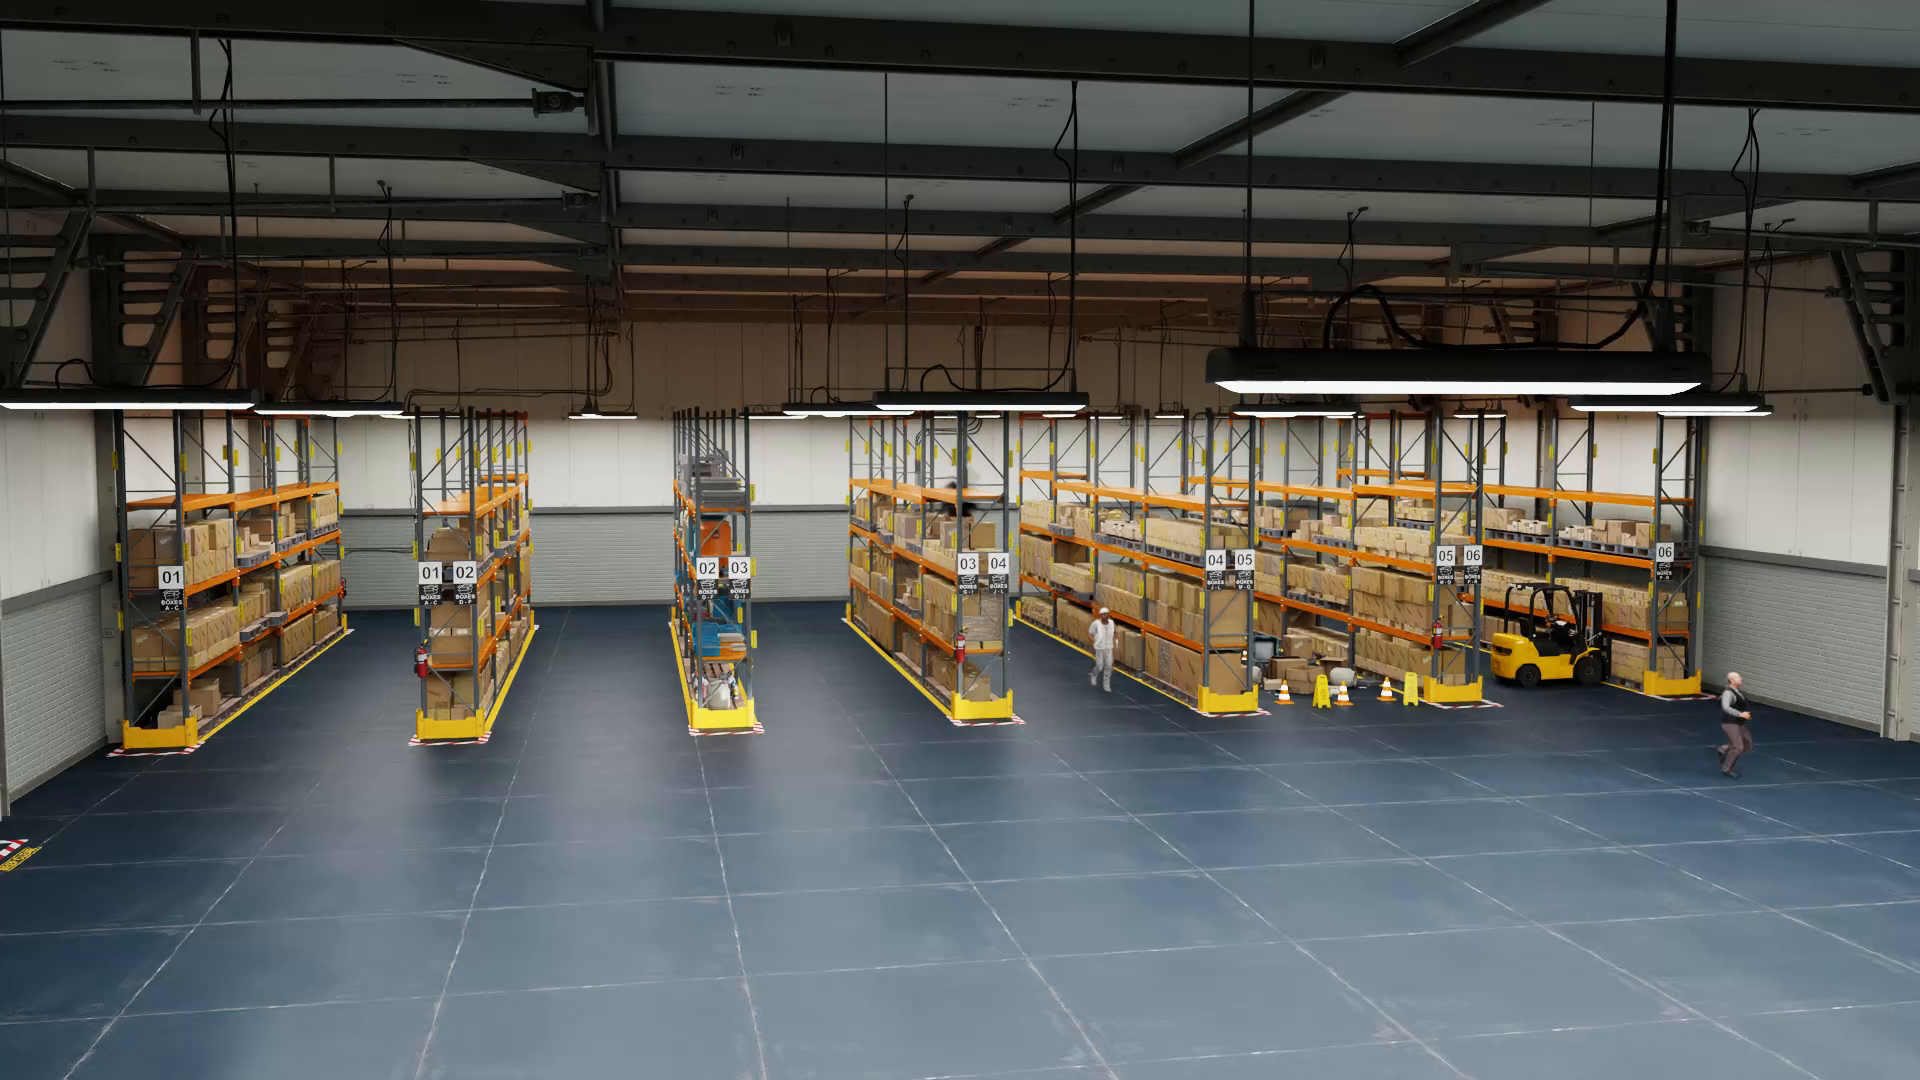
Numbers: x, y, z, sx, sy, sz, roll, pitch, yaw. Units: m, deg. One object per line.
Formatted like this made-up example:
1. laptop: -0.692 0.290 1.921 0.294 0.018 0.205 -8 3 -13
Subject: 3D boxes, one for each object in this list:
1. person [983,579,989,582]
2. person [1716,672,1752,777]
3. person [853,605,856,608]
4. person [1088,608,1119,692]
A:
1. person: 0.806 1.440 48.756 0.624 1.617 0.606 3 5 37
2. person: 12.513 2.974 26.863 0.591 1.686 0.698 4 5 41
3. person: -2.671 1.349 49.095 1.047 1.707 0.693 0 4 -2
4. person: 3.068 2.321 35.457 0.709 1.775 0.722 -1 4 -16
